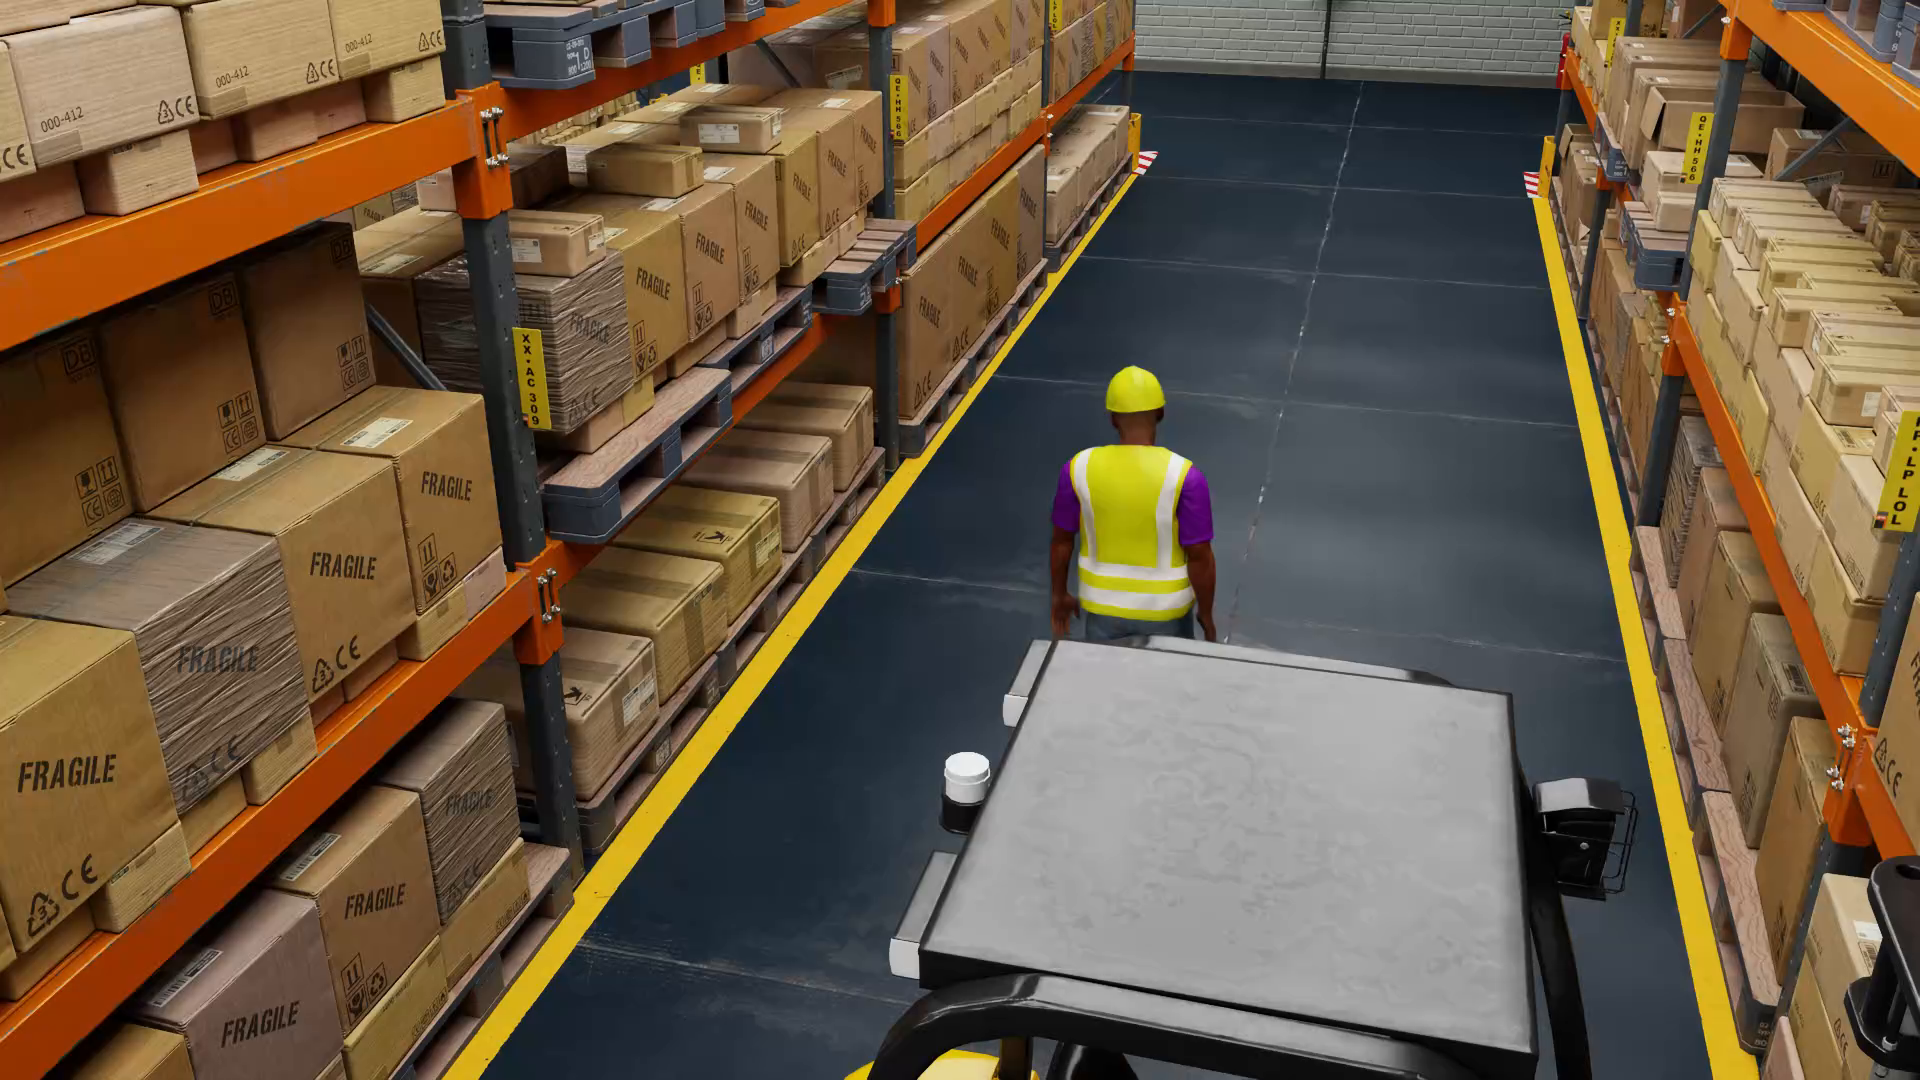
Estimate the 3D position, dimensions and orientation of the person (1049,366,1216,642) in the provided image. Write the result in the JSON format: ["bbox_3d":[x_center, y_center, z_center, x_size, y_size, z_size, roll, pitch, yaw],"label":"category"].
[{"bbox_3d":[0.634,0.268,6.030,0.665,1.809,0.522,8,26,16],"label":"person"}]
